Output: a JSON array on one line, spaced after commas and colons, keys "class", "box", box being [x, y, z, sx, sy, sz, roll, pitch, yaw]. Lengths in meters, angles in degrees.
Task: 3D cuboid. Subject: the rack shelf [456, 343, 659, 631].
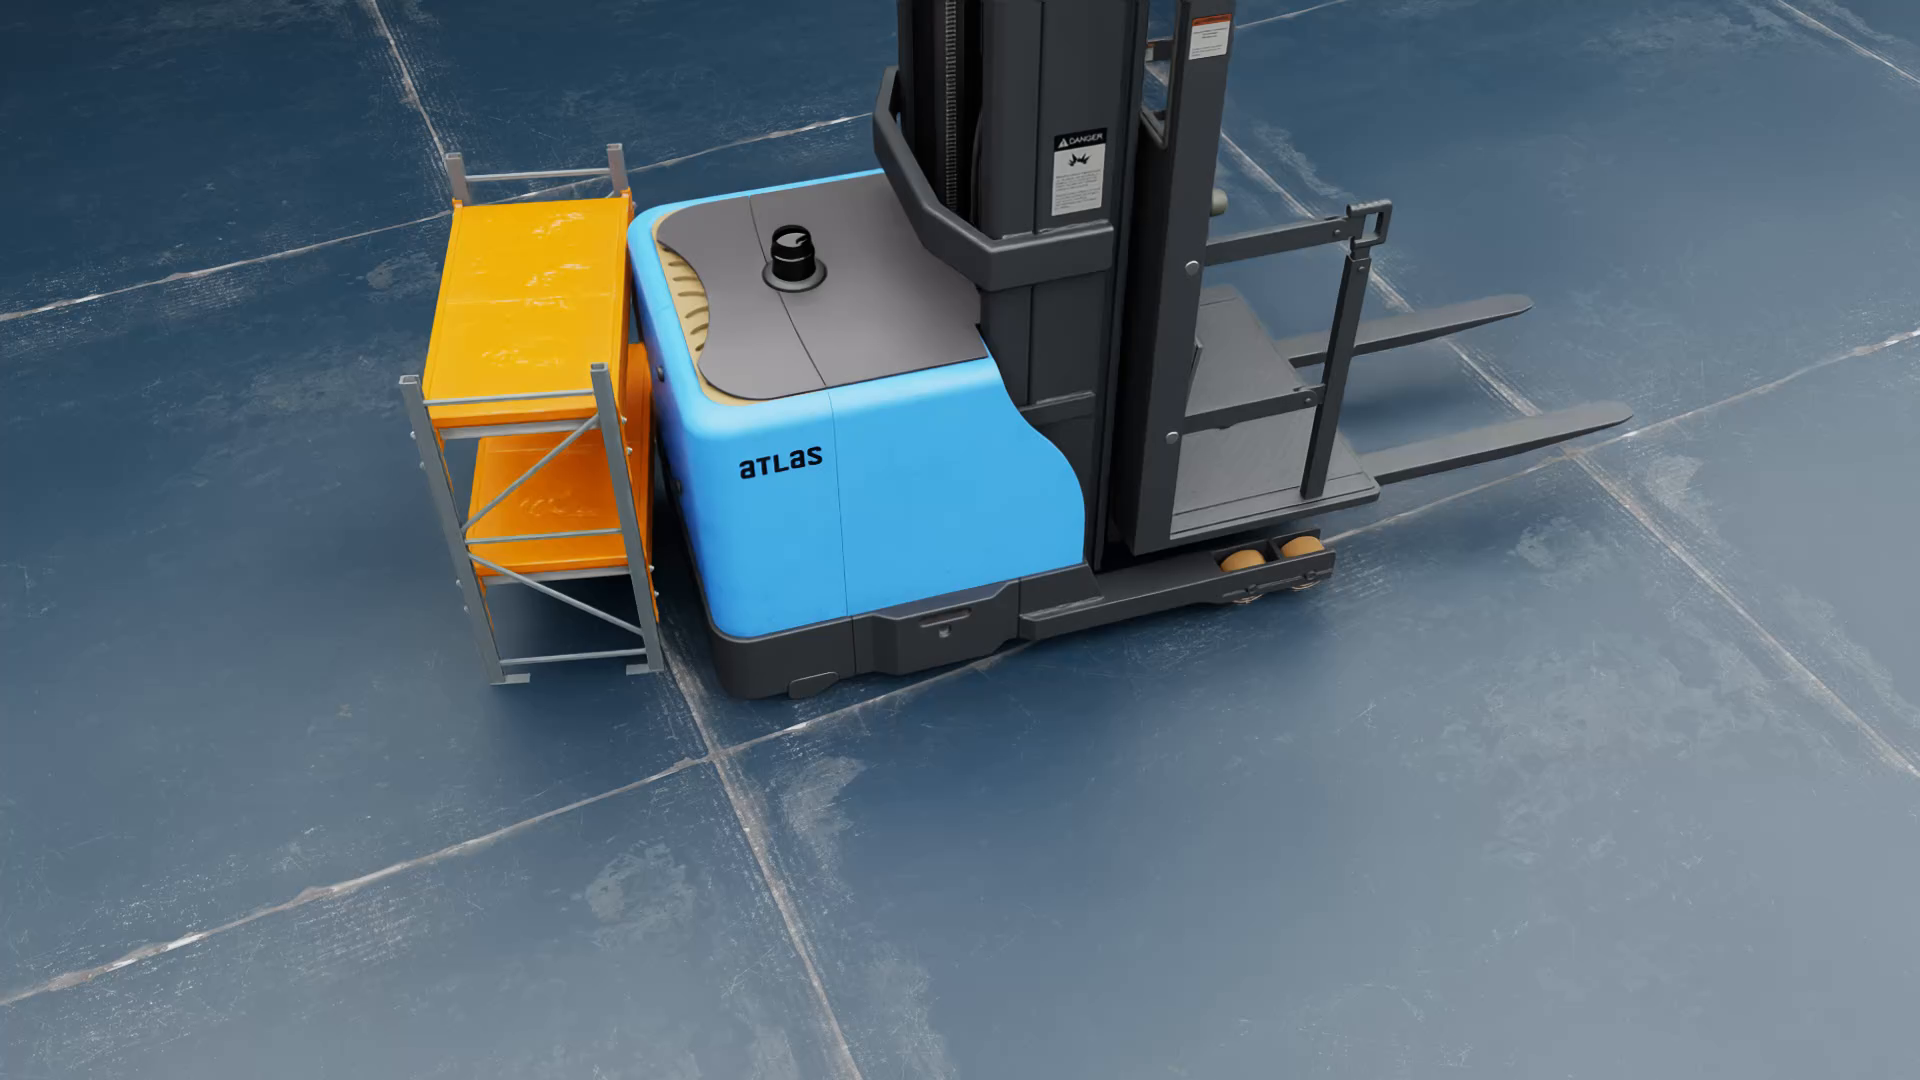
[{"class": "rack shelf", "box": [-1.170, -0.189, 4.989, 0.538, 0.278, 1.000, -4, 45, -4]}]

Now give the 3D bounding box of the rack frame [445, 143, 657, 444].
[{"class": "rack frame", "box": [-1.225, -0.718, 5.176, 0.500, 1.125, 0.032, -4, 45, -4]}]

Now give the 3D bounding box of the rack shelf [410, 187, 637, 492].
[{"class": "rack shelf", "box": [-1.170, -0.571, 4.611, 0.538, 0.278, 1.000, -4, 45, -4]}]

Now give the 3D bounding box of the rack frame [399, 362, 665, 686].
[{"class": "rack frame", "box": [-1.114, -0.008, 4.457, 0.500, 1.125, 0.032, -4, 45, -4]}]

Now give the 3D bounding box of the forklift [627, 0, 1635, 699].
[{"class": "forklift", "box": [0.628, -1.195, 4.374, 3.031, 2.935, 1.130, -12, 46, -12]}]

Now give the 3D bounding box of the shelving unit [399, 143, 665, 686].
[{"class": "shelving unit", "box": [-1.170, -0.363, 4.817, 0.538, 1.125, 1.048, -4, 45, -4]}]
